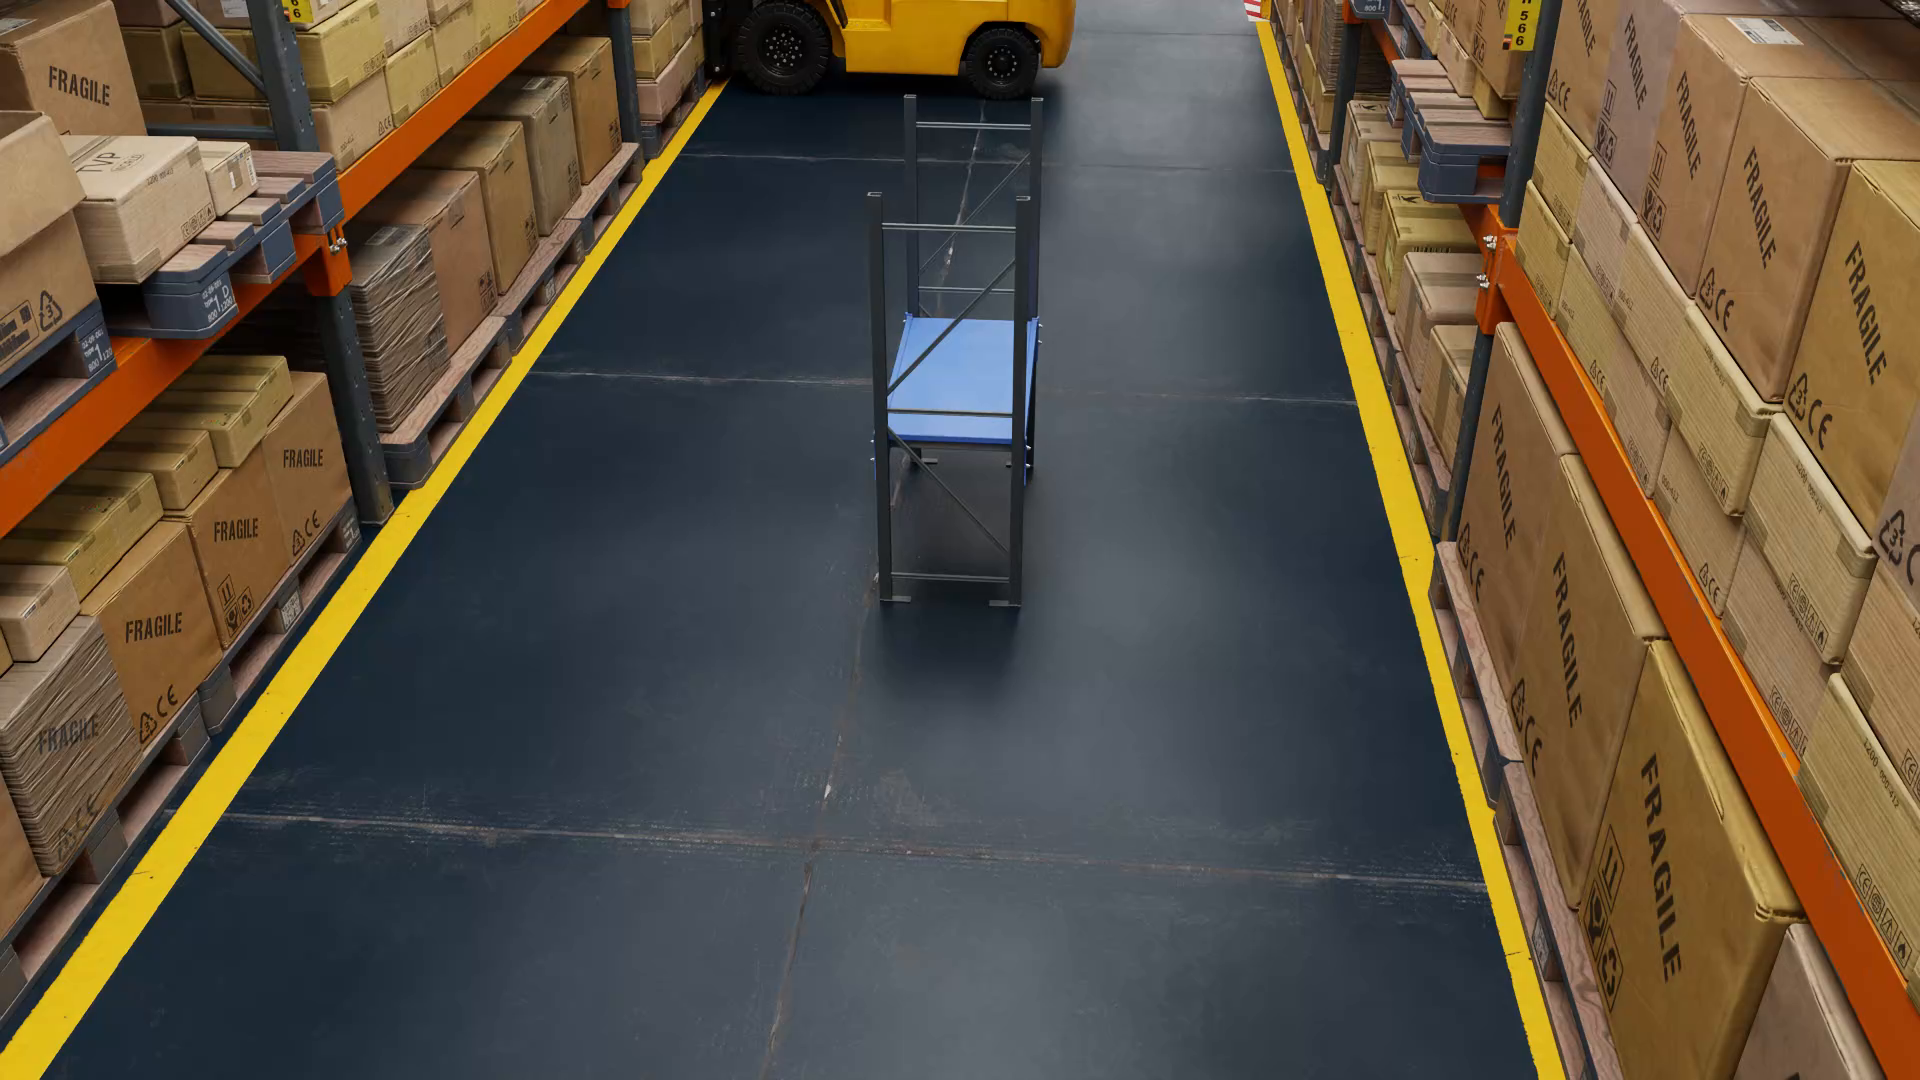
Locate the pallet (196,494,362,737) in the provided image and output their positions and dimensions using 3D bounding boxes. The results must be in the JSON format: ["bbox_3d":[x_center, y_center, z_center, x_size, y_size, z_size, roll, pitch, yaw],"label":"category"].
[{"bbox_3d":[-2.786,0.197,5.729,1.003,0.211,1.213,2,32,4],"label":"pallet"}]

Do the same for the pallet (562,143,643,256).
[{"bbox_3d":[-2.383,-1.896,9.126,1.003,0.211,1.213,2,32,4],"label":"pallet"}]

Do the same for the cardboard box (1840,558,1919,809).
[{"bbox_3d":[1.761,0.271,2.617,0.500,0.250,0.500,3,32,5],"label":"cardboard box"}]

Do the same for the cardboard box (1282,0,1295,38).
[{"bbox_3d":[2.521,-3.683,11.588,0.500,0.250,0.500,4,32,6],"label":"cardboard box"}]

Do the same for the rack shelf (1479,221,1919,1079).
[{"bbox_3d":[2.097,0.183,3.779,1.077,0.370,4.000,2,32,4],"label":"rack shelf"}]

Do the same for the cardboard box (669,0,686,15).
[{"bbox_3d":[-1.958,-3.411,10.193,0.500,0.250,0.500,3,32,4],"label":"cardboard box"}]

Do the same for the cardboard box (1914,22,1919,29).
[{"bbox_3d":[2.398,-0.827,3.685,0.500,0.500,0.500,2,32,4],"label":"cardboard box"}]

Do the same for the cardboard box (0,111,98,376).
[{"bbox_3d":[-2.636,-0.740,4.093,0.797,0.503,0.637,2,32,3],"label":"cardboard box"}]

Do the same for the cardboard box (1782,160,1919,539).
[{"bbox_3d":[1.816,-0.325,2.869,0.500,0.500,0.500,3,32,5],"label":"cardboard box"}]

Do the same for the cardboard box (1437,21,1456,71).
[{"bbox_3d":[2.006,-1.830,6.200,0.380,0.149,0.250,1,32,2],"label":"cardboard box"}]

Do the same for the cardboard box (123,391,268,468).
[{"bbox_3d":[-2.467,-0.356,5.333,0.380,0.149,0.250,1,32,1],"label":"cardboard box"}]

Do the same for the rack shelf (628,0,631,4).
[{"bbox_3d":[-2.199,-4.210,10.908,1.077,0.370,4.000,2,32,4],"label":"rack shelf"}]

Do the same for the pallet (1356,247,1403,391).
[{"bbox_3d":[2.427,-1.026,7.714,1.003,0.211,1.213,2,32,4],"label":"pallet"}]

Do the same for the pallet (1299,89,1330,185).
[{"bbox_3d":[2.605,-2.426,9.985,1.003,0.211,1.213,2,32,4],"label":"pallet"}]

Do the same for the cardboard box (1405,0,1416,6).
[{"bbox_3d":[2.092,-2.376,7.086,0.380,0.149,0.250,4,32,6],"label":"cardboard box"}]

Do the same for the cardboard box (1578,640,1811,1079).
[{"bbox_3d":[1.971,0.848,3.639,0.875,0.875,0.875,3,32,5],"label":"cardboard box"}]

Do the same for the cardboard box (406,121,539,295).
[{"bbox_3d":[-2.523,-1.566,7.795,0.875,0.625,0.625,1,32,2],"label":"cardboard box"}]

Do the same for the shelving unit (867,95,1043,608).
[{"bbox_3d":[0.007,-0.683,5.929,0.538,1.500,1.048,2,32,4],"label":"shelving unit"}]

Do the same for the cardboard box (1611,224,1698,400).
[{"bbox_3d":[1.877,-0.533,3.922,0.500,0.250,0.500,2,32,4],"label":"cardboard box"}]

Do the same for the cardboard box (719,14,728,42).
[{"bbox_3d":[-1.879,-3.518,11.319,0.500,0.250,0.500,3,32,6],"label":"cardboard box"}]

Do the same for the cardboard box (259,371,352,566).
[{"bbox_3d":[-2.508,-0.263,5.800,0.500,0.500,0.500,3,32,5],"label":"cardboard box"}]

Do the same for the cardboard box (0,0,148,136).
[{"bbox_3d":[-2.885,-1.338,5.066,0.500,0.500,0.500,4,32,6],"label":"cardboard box"}]

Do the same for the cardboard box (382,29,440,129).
[{"bbox_3d":[-2.362,-1.799,6.453,0.500,0.250,0.500,2,32,3],"label":"cardboard box"}]

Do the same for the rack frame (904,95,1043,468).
[{"bbox_3d":[0.048,-0.949,6.360,0.500,1.500,0.032,2,32,4],"label":"rack frame"}]

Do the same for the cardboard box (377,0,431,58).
[{"bbox_3d":[-2.366,-2.011,6.321,0.500,0.250,0.500,3,32,6],"label":"cardboard box"}]

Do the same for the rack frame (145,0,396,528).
[{"bbox_3d":[-2.688,-1.379,5.628,1.000,3.000,0.127,2,32,4],"label":"rack frame"}]

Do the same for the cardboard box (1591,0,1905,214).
[{"bbox_3d":[1.945,-1.130,4.176,0.500,0.500,0.500,3,32,4],"label":"cardboard box"}]

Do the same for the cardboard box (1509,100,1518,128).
[{"bbox_3d":[2.052,-1.422,5.537,0.380,0.149,0.250,4,32,6],"label":"cardboard box"}]

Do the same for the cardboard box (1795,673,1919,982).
[{"bbox_3d":[1.762,0.475,2.763,0.500,0.250,0.500,2,32,3],"label":"cardboard box"}]

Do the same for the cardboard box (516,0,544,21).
[{"bbox_3d":[-2.249,-2.610,7.769,0.500,0.250,0.500,3,32,4],"label":"cardboard box"}]

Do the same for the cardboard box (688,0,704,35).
[{"bbox_3d":[-1.923,-3.457,10.744,0.500,0.250,0.500,2,32,4],"label":"cardboard box"}]

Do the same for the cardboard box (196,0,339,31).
[{"bbox_3d":[-2.368,-1.851,5.682,0.380,0.149,0.250,3,32,5],"label":"cardboard box"}]

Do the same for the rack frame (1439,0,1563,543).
[{"bbox_3d":[2.260,-1.169,5.287,1.000,3.000,0.127,2,32,4],"label":"rack frame"}]

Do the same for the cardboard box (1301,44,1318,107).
[{"bbox_3d":[2.399,-2.868,10.265,0.500,0.250,0.500,2,32,3],"label":"cardboard box"}]

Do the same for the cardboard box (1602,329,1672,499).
[{"bbox_3d":[1.897,-0.316,4.047,0.500,0.250,0.500,3,32,6],"label":"cardboard box"}]

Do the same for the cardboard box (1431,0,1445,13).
[{"bbox_3d":[2.091,-2.301,6.345,0.500,0.500,0.500,0,32,1],"label":"cardboard box"}]

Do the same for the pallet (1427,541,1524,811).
[{"bbox_3d":[2.121,0.428,5.355,1.003,0.211,1.213,2,32,4],"label":"pallet"}]

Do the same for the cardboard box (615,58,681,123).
[{"bbox_3d":[-1.992,-2.717,10.021,0.500,0.250,0.500,3,32,4],"label":"cardboard box"}]

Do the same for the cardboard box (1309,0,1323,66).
[{"bbox_3d":[2.406,-3.175,10.048,0.500,0.500,0.500,3,32,5],"label":"cardboard box"}]

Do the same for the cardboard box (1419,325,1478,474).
[{"bbox_3d":[2.316,-0.524,6.345,0.950,0.372,0.625,0,32,1],"label":"cardboard box"}]

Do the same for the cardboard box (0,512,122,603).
[{"bbox_3d":[-2.619,0.046,4.680,0.380,0.149,0.250,2,32,3],"label":"cardboard box"}]

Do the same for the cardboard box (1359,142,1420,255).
[{"bbox_3d":[2.490,-1.670,8.205,0.950,0.372,0.625,4,32,7],"label":"cardboard box"}]

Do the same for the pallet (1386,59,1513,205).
[{"bbox_3d":[2.212,-1.464,5.950,1.213,0.211,1.003,2,32,4],"label":"pallet"}]

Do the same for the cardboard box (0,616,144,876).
[{"bbox_3d":[-2.623,0.544,4.490,0.500,0.500,0.500,1,32,2],"label":"cardboard box"}]

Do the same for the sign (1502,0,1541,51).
[{"bbox_3d":[1.718,-1.646,5.034,0.100,0.325,0.005,2,32,4],"label":"sign"}]
